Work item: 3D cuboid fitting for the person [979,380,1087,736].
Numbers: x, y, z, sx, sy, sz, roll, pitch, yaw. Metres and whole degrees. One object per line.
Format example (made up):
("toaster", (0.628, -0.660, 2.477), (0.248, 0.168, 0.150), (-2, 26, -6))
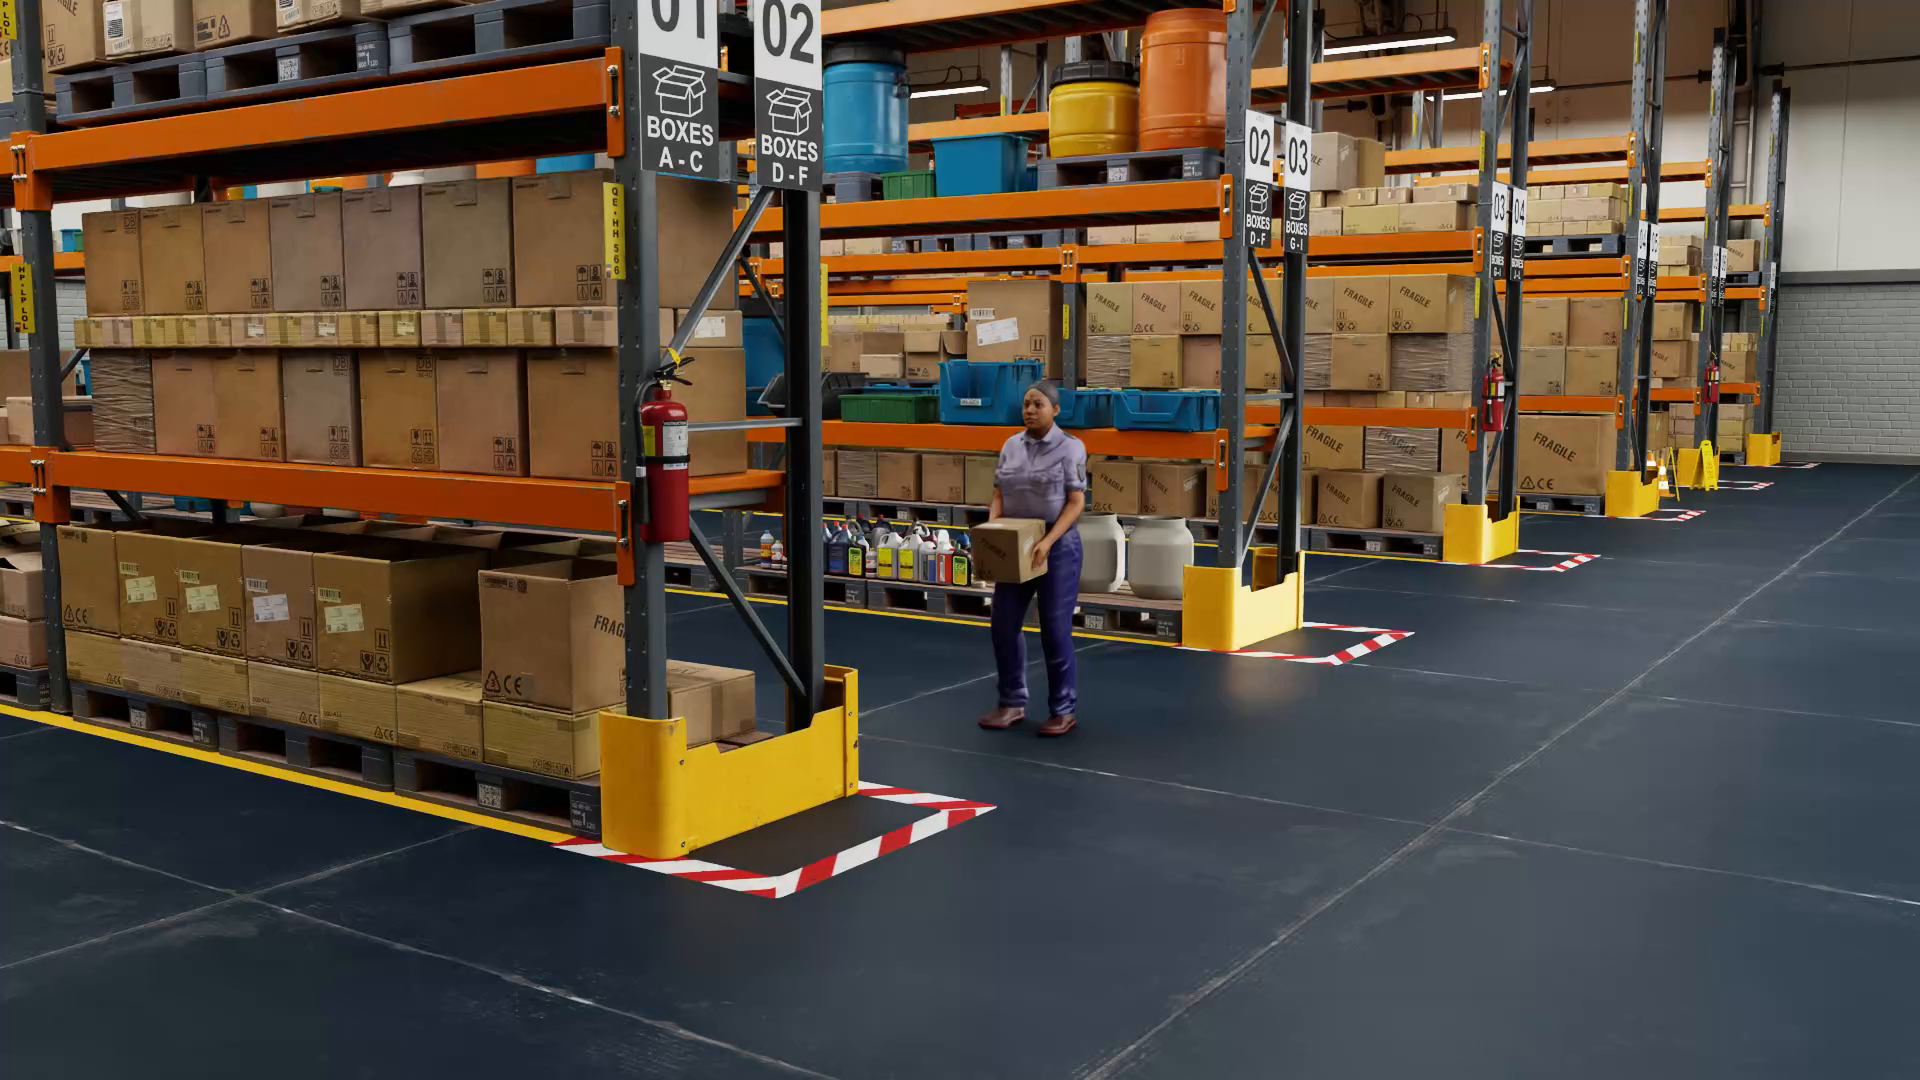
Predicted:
("person", (0.342, 0.079, 7.844), (0.494, 1.652, 0.463), (4, 8, 33))
